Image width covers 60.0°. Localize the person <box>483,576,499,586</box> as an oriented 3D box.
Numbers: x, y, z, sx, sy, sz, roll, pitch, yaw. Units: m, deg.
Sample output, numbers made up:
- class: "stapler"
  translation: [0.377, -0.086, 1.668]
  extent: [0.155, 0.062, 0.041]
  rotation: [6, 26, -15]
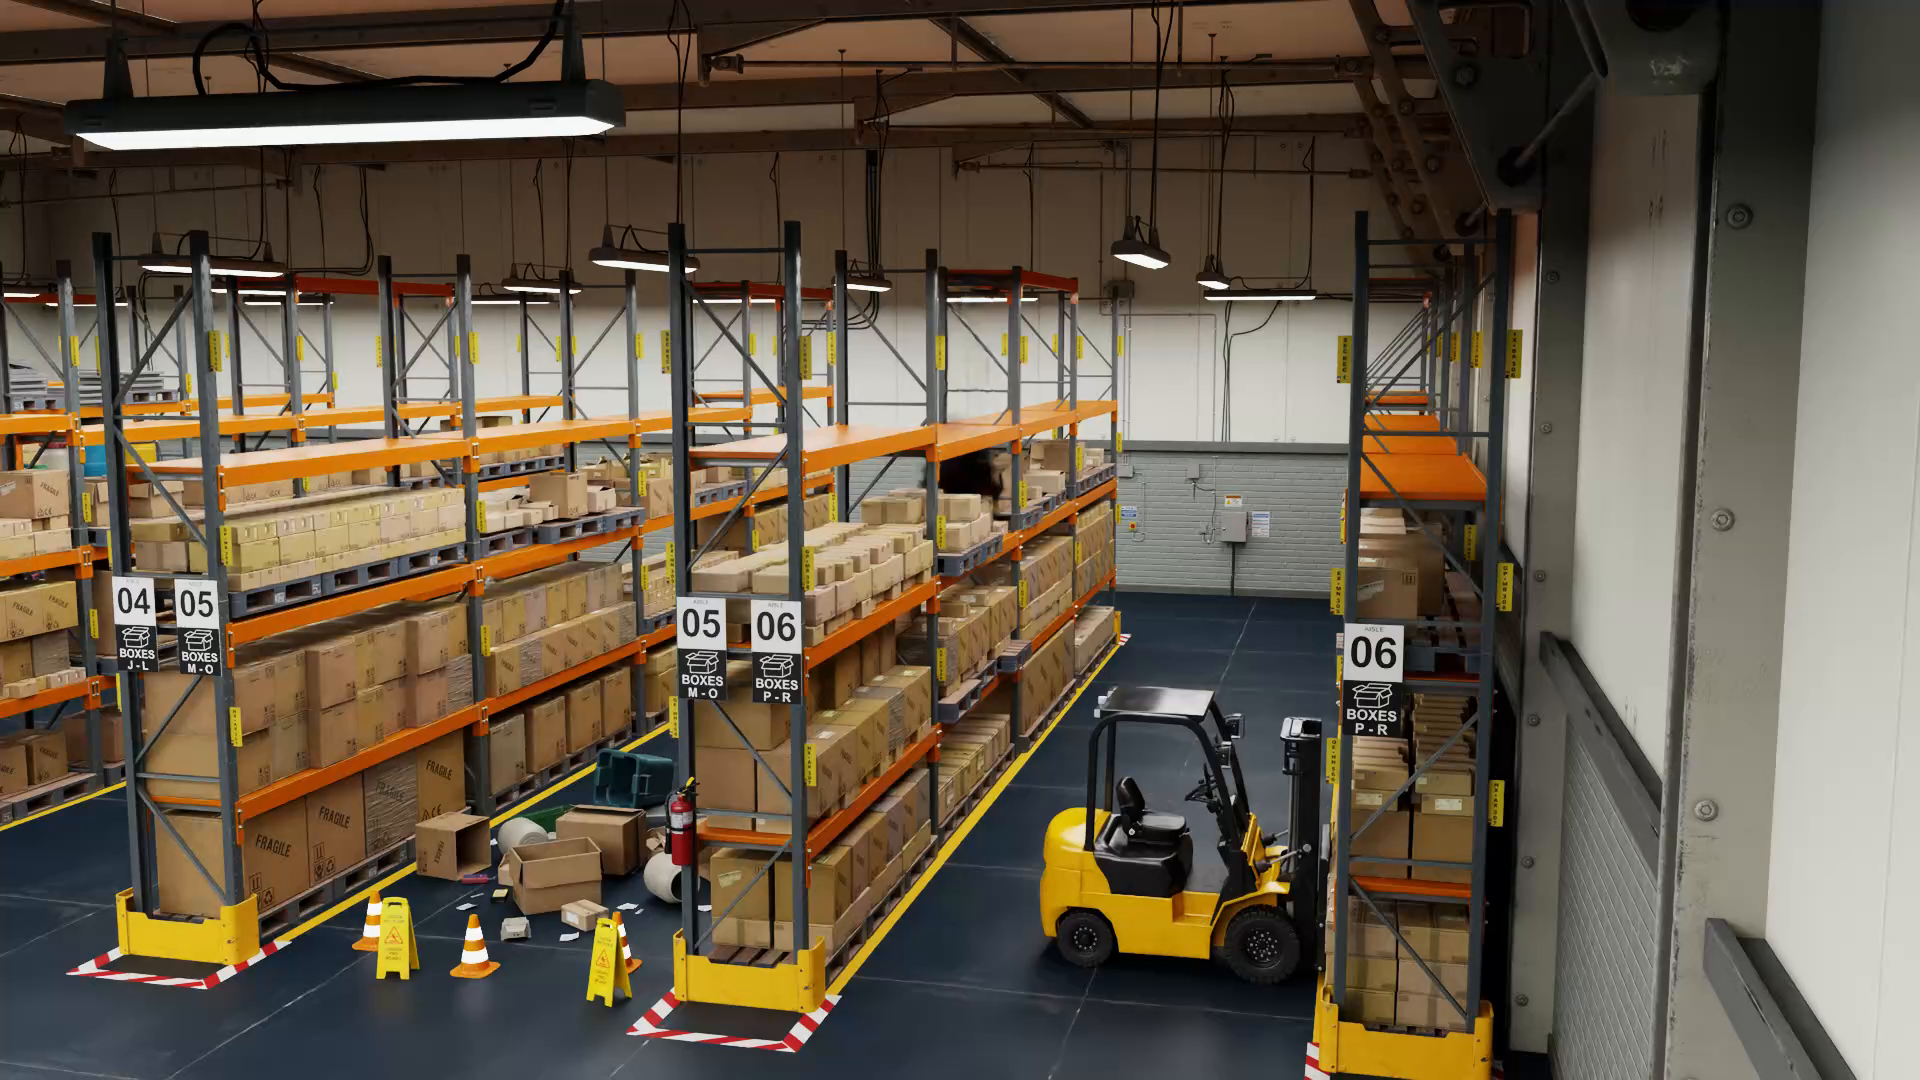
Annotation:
- class: "person"
  translation: [-6.666, 1.419, 23.652]
  extent: [0.642, 1.854, 0.817]
  rotation: [0, 7, 1]
